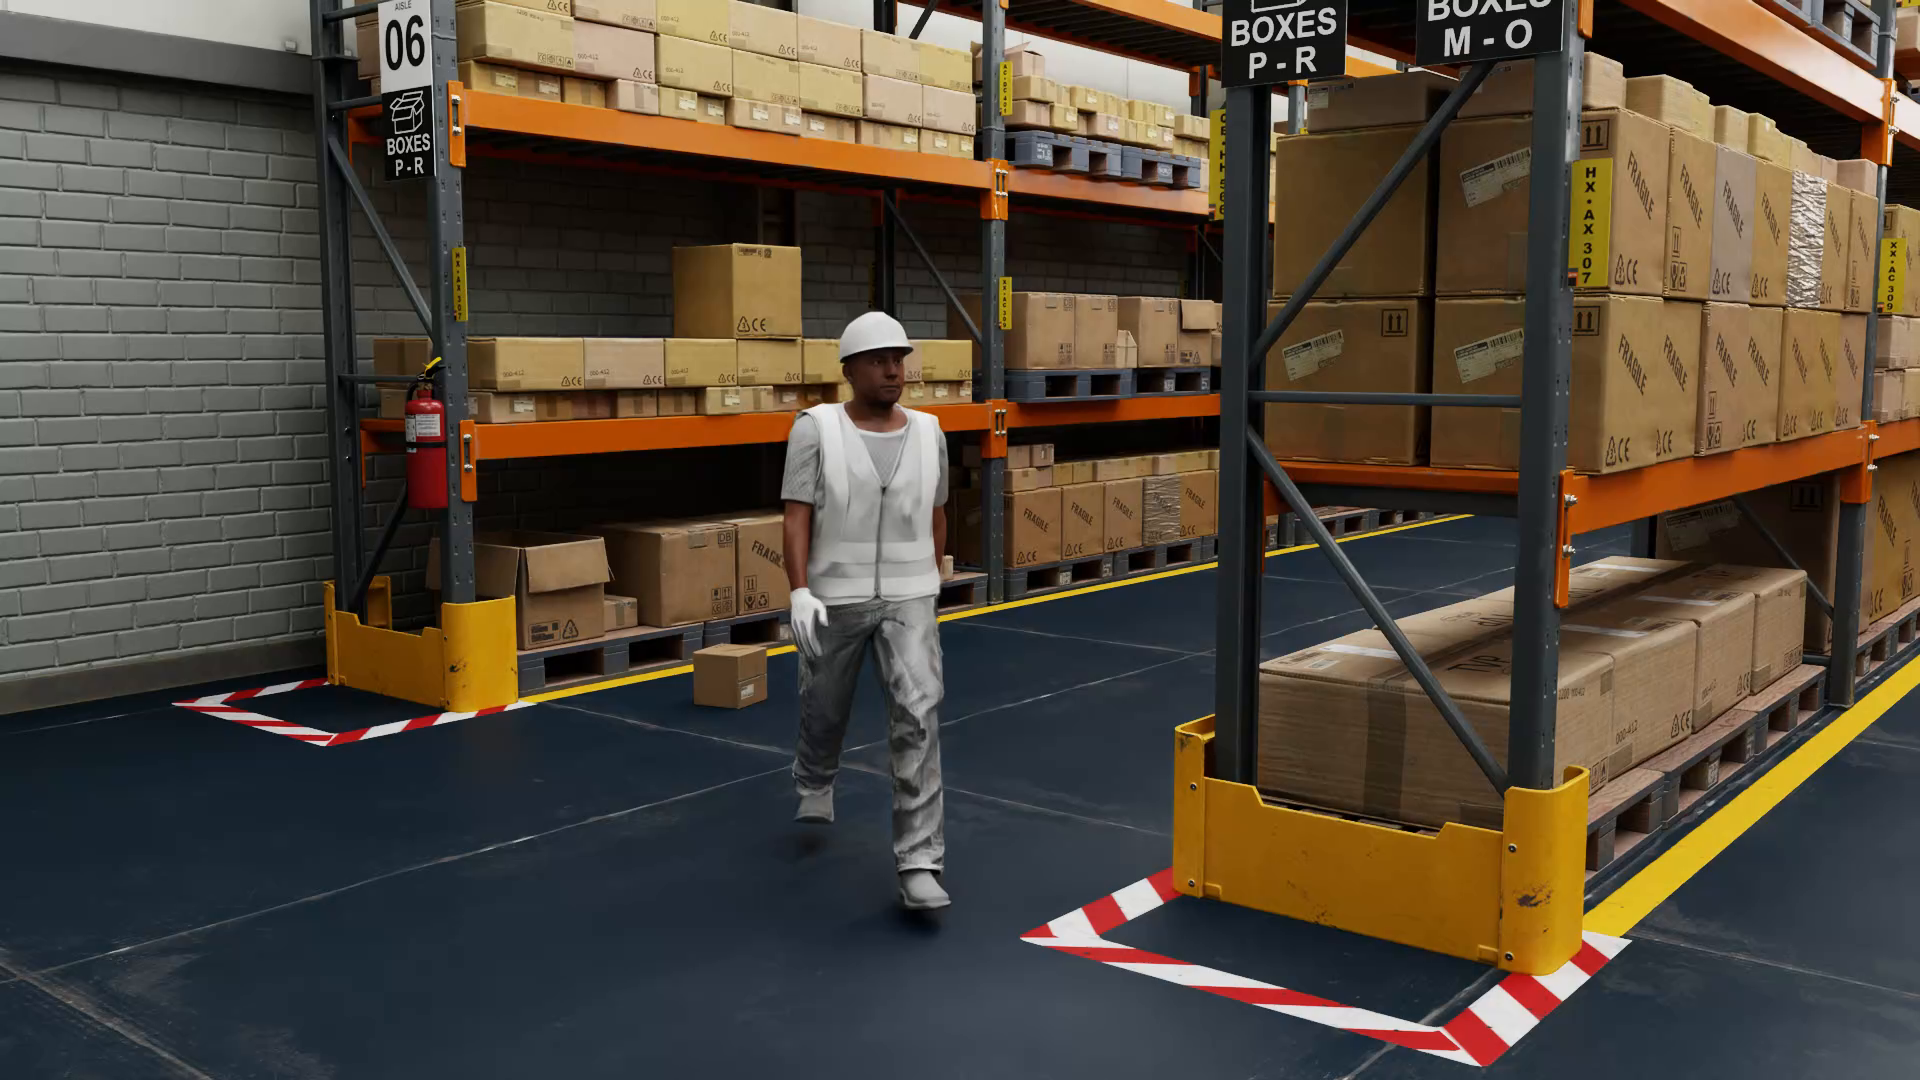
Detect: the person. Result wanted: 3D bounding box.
[{"bbox_3d":[-0.281,0.175,5.106,0.538,1.735,1.078,-1,7,-11],"label":"person"}]
